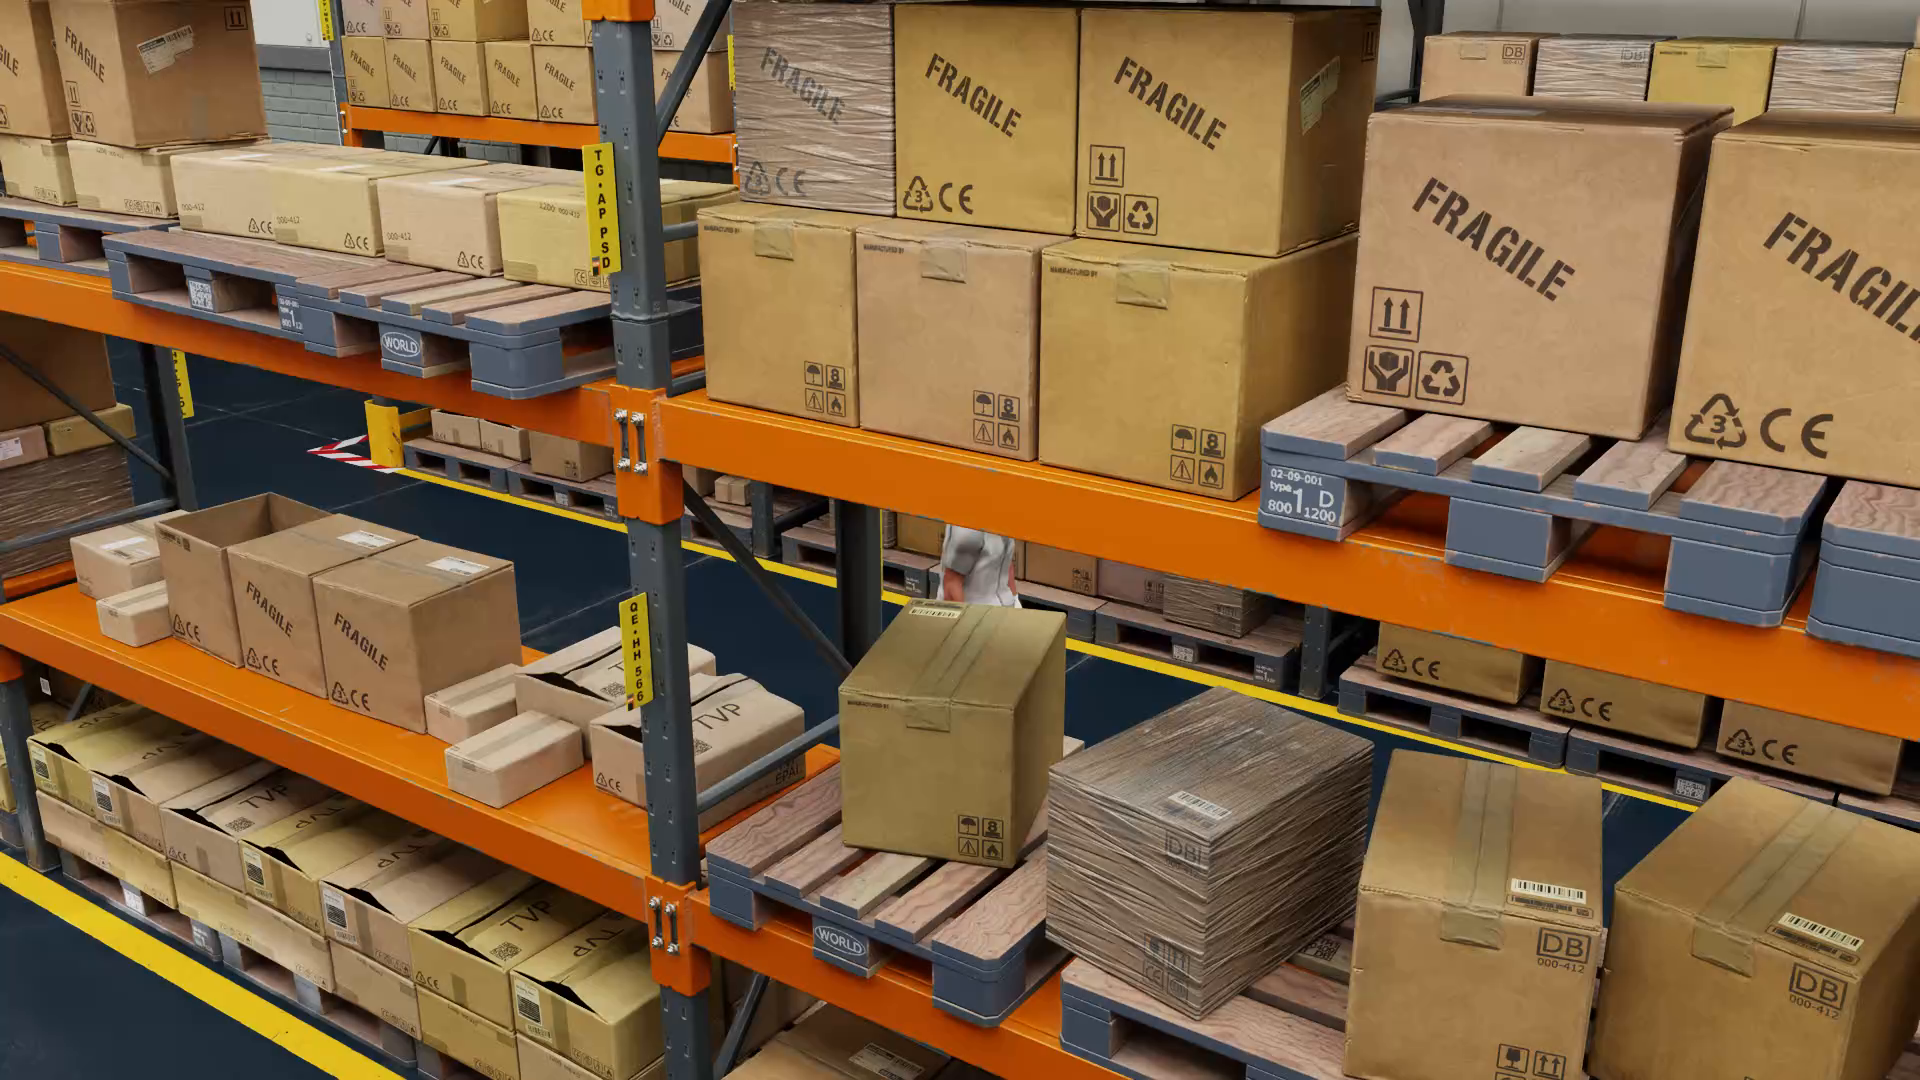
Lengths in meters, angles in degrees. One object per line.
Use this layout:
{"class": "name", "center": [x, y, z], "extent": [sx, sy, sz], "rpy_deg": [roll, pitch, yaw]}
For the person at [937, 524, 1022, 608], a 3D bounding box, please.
{"class": "person", "center": [0.132, 0.392, 7.950], "extent": [0.452, 1.779, 0.618], "rpy_deg": [11, 23, 29]}
